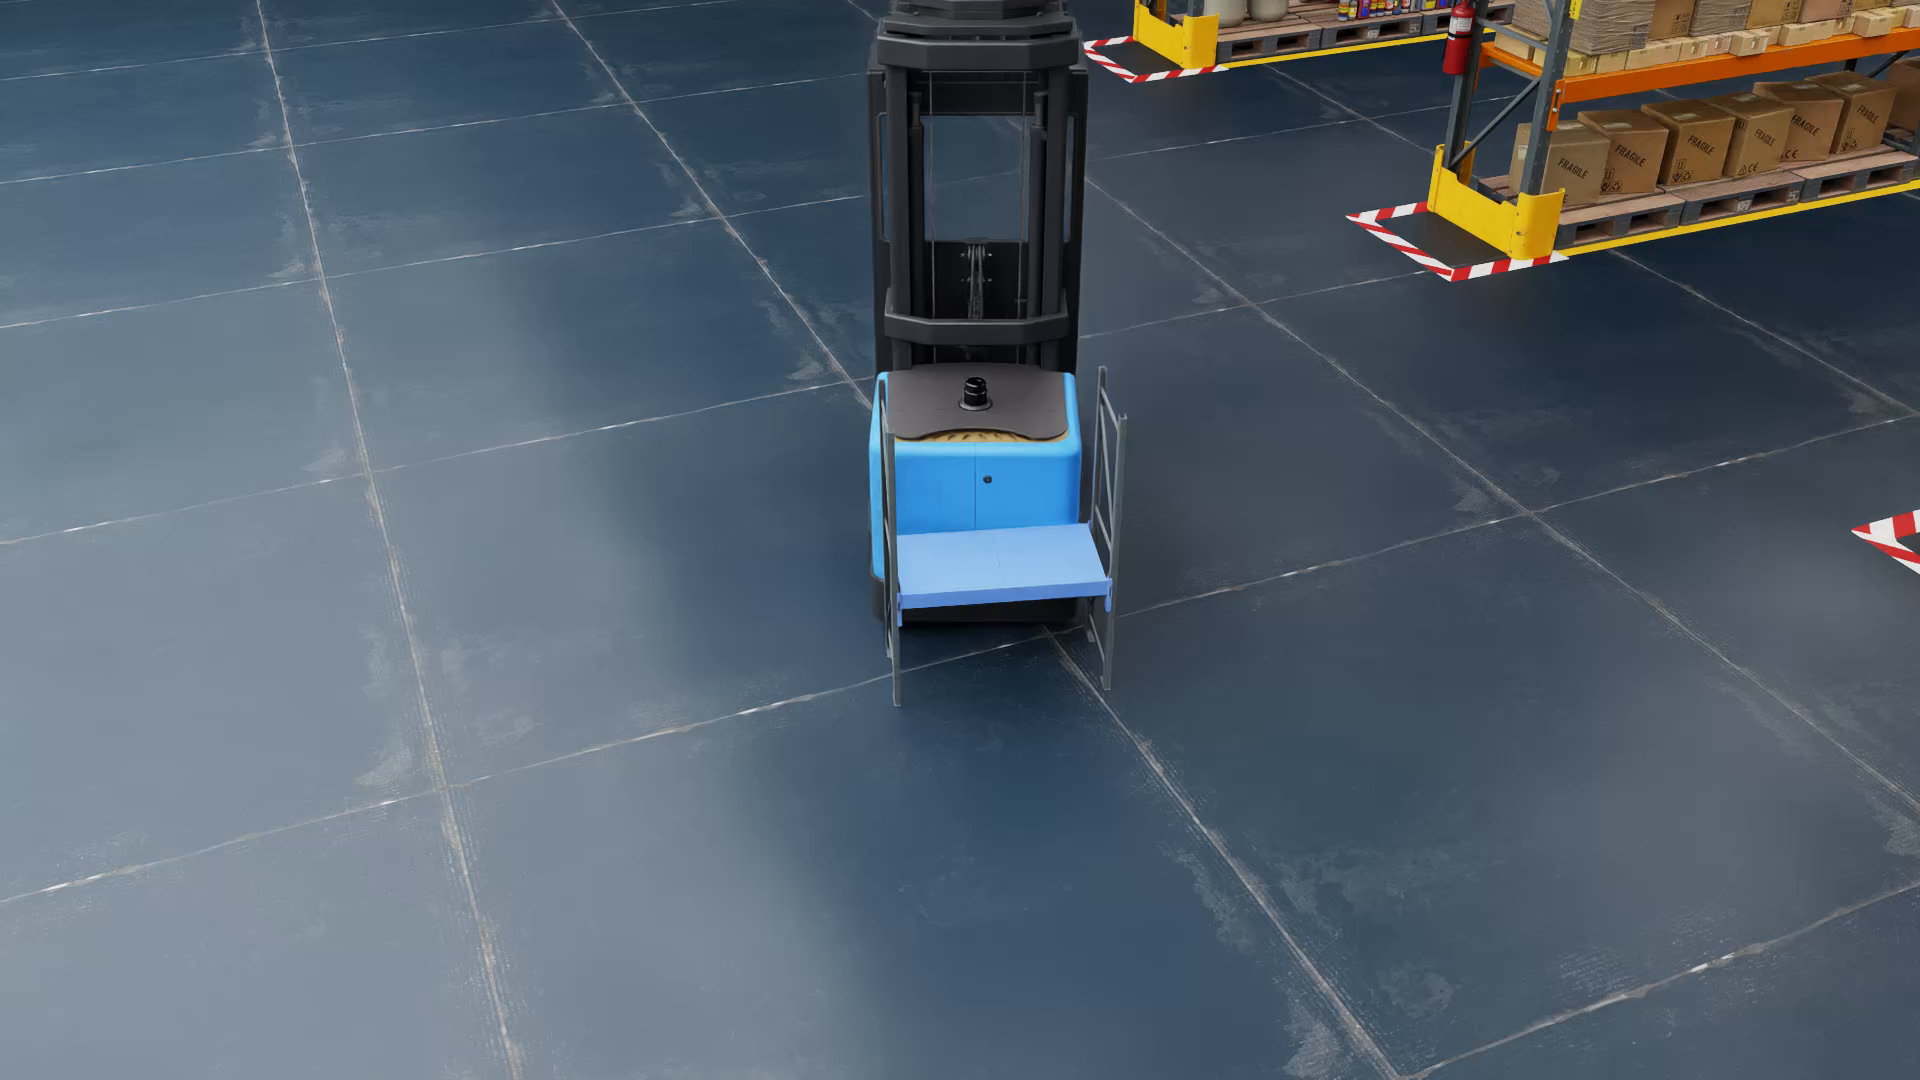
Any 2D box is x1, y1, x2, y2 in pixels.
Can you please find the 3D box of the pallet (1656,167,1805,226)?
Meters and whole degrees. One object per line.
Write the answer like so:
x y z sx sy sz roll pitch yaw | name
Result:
5.962 -2.894 13.422 1.213 0.211 1.003 -13 35 -19 | pallet

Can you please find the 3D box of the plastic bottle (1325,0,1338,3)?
3.898 -5.768 17.370 0.133 0.283 0.061 -13 35 -19 | plastic bottle

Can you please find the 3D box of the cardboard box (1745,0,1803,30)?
5.882 -4.256 12.594 0.500 0.500 0.875 -13 35 -19 | cardboard box

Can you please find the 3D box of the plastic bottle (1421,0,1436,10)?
4.820 -5.657 17.138 0.185 0.351 0.144 -13 35 -19 | plastic bottle

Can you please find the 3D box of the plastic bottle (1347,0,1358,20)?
3.977 -5.388 16.860 0.097 0.201 0.097 0 33 0 | plastic bottle

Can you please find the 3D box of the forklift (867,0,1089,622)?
0.089 -1.581 8.910 1.130 2.935 3.031 0 33 0 | forklift

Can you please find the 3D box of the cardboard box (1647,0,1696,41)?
4.939 -4.072 12.312 0.500 0.500 0.875 -13 35 -19 | cardboard box

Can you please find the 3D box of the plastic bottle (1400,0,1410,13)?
4.571 -5.524 17.069 0.097 0.201 0.097 0 33 0 | plastic bottle

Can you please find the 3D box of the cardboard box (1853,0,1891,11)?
6.781 -4.497 12.965 0.500 0.500 0.875 -13 35 -19 | cardboard box

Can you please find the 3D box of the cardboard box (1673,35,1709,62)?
5.292 -3.673 12.294 0.250 0.149 0.380 -13 35 -19 | cardboard box

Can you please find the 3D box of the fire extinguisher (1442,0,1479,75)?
3.723 -3.813 12.348 0.183 0.674 0.296 -13 35 -19 | fire extinguisher

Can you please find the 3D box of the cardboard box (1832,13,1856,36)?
6.653 -4.018 12.823 0.250 0.149 0.380 -13 35 -19 | cardboard box

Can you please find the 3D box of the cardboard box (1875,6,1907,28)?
7.122 -4.113 12.969 0.250 0.149 0.380 -13 35 -19 | cardboard box

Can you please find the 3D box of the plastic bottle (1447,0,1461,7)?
5.118 -5.725 17.243 0.185 0.351 0.144 -15 36 -21 | plastic bottle

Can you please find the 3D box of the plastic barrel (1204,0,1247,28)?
2.666 -5.439 16.673 0.421 0.512 0.421 0 33 0 | plastic barrel

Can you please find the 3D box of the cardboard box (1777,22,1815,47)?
6.221 -3.874 12.602 0.250 0.149 0.380 -13 35 -19 | cardboard box

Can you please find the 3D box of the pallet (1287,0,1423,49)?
4.015 -5.423 17.310 1.213 0.211 1.003 -13 35 -19 | pallet

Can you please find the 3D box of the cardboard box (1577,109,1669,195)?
5.127 -3.033 12.986 0.500 0.500 0.500 -4 33 -6 | cardboard box

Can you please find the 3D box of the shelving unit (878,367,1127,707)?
0.178 0.001 7.792 1.048 1.500 0.538 -4 33 -6 | shelving unit

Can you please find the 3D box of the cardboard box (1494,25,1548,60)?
4.189 -3.696 12.329 0.250 0.149 0.380 -13 35 -19 | cardboard box

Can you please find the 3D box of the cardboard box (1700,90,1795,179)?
6.243 -3.251 13.321 0.500 0.500 0.500 -16 36 -23 | cardboard box

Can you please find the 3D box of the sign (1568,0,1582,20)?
4.217 -3.728 11.353 0.005 0.325 0.100 -13 35 -19 | sign

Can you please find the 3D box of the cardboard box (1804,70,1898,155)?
7.310 -3.546 13.775 0.500 0.500 0.500 -14 36 -20 | cardboard box

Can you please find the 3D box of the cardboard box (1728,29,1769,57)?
5.782 -3.741 12.397 0.250 0.149 0.380 -13 35 -19 | cardboard box

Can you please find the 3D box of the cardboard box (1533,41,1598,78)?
4.362 -3.473 11.985 0.250 0.149 0.380 -13 35 -19 | cardboard box

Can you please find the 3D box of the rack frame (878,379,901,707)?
-0.326 0.034 7.741 0.032 1.500 0.500 -4 33 -6 | rack frame

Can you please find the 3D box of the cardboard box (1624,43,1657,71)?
4.836 -3.561 12.121 0.250 0.149 0.380 -13 35 -19 | cardboard box

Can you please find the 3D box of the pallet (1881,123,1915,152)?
8.412 -3.478 14.320 1.213 0.211 1.003 -13 35 -19 | pallet

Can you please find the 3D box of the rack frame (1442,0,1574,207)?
4.007 -3.638 12.008 0.127 3.000 1.000 -13 35 -19 | rack frame

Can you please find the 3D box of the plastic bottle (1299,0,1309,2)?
3.613 -5.748 17.414 0.097 0.201 0.097 0 33 0 | plastic bottle

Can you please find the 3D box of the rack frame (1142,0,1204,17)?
2.089 -6.128 15.836 0.127 3.000 1.000 -13 35 -19 | rack frame

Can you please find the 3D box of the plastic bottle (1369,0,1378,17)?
4.197 -5.468 16.919 0.097 0.271 0.097 0 33 0 | plastic bottle

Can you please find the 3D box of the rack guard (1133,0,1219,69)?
2.141 -5.120 16.579 0.348 0.500 1.175 -13 35 -19 | rack guard

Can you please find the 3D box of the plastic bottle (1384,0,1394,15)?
4.381 -5.480 17.003 0.097 0.201 0.097 0 33 0 | plastic bottle
